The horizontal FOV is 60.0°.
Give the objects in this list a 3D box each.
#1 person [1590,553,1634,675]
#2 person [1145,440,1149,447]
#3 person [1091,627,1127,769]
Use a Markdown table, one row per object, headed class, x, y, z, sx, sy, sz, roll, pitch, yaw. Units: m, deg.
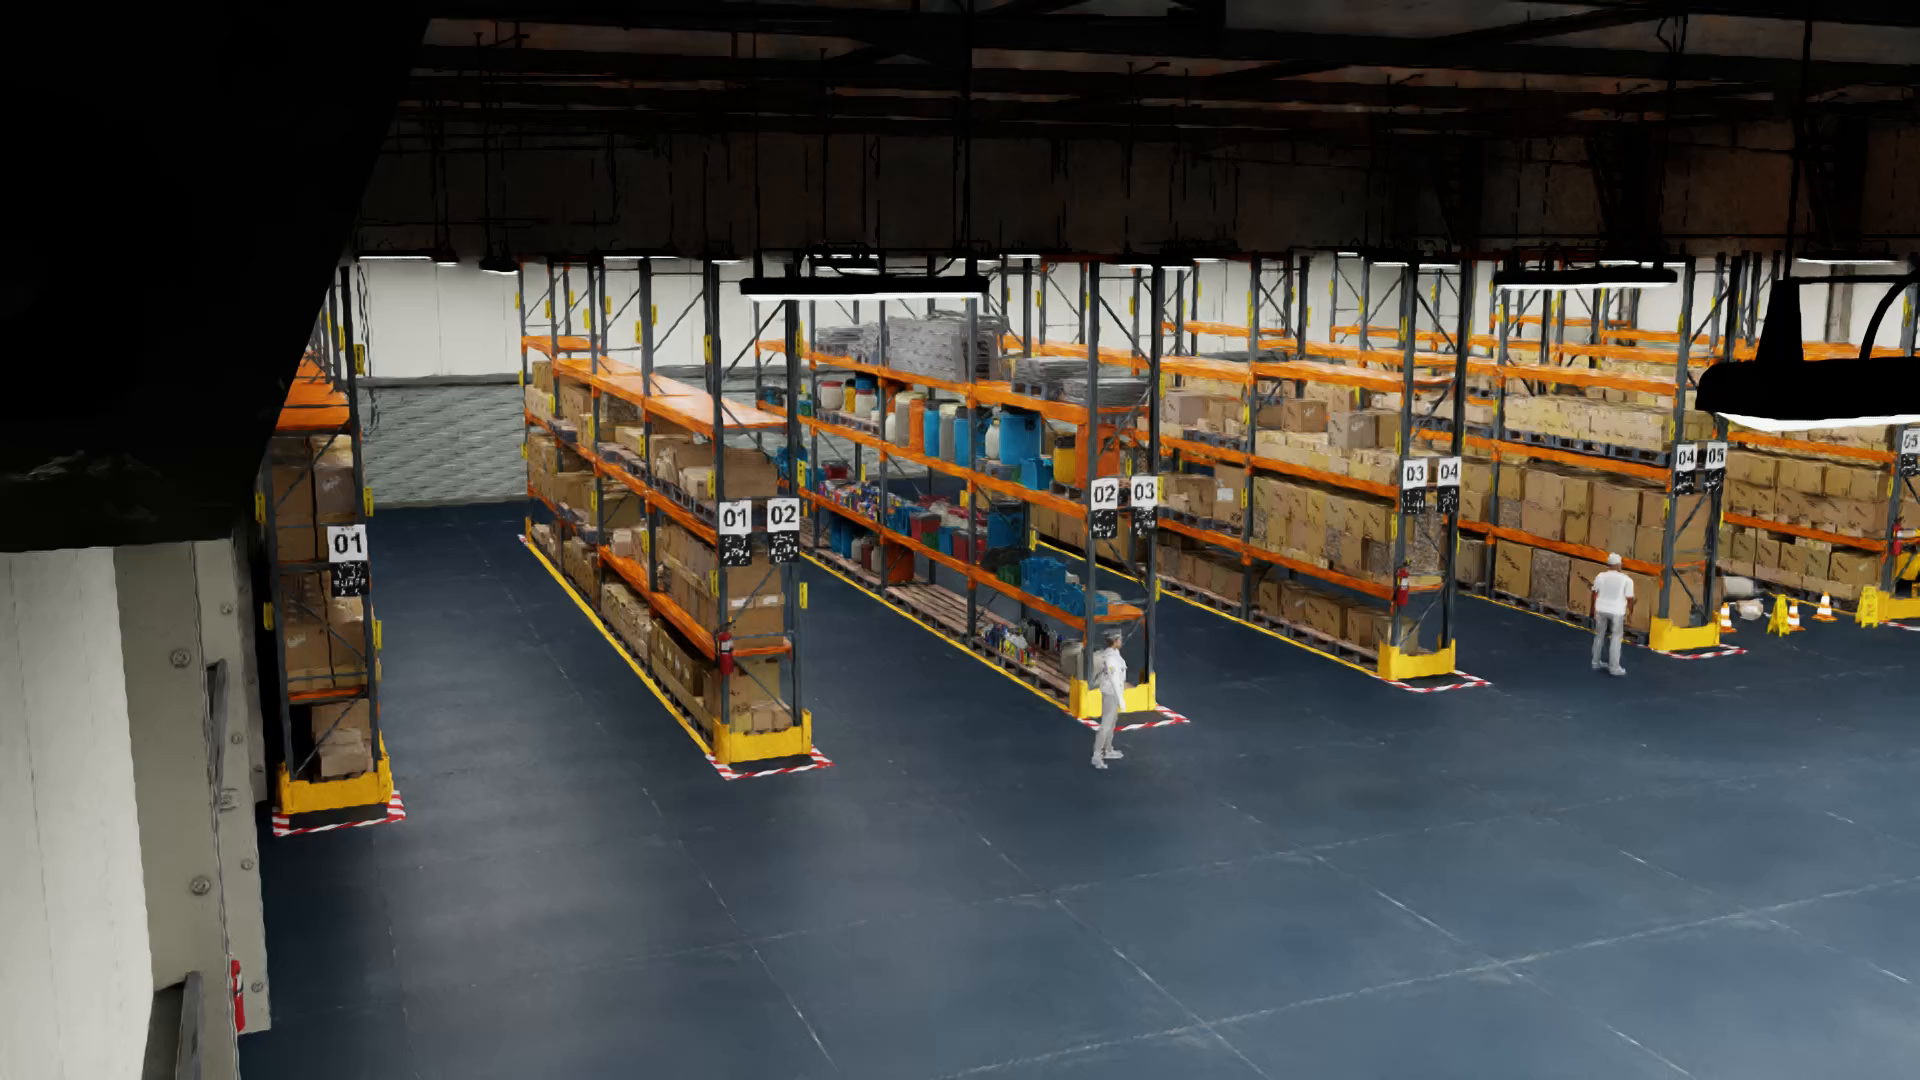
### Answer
| class | x | y | z | sx | sy | sz | roll | pitch | yaw |
| --- | --- | --- | --- | --- | --- | --- | --- | --- | --- |
| person | 9.522 | 1.052 | 24.289 | 0.632 | 1.768 | 0.452 | 8 | 13 | 37 |
| person | 4.822 | -2.178 | 41.931 | 0.612 | 1.771 | 0.781 | 3 | 11 | 15 |
| person | 1.801 | 1.887 | 20.068 | 0.413 | 1.675 | 0.630 | 0 | 10 | 2 |
